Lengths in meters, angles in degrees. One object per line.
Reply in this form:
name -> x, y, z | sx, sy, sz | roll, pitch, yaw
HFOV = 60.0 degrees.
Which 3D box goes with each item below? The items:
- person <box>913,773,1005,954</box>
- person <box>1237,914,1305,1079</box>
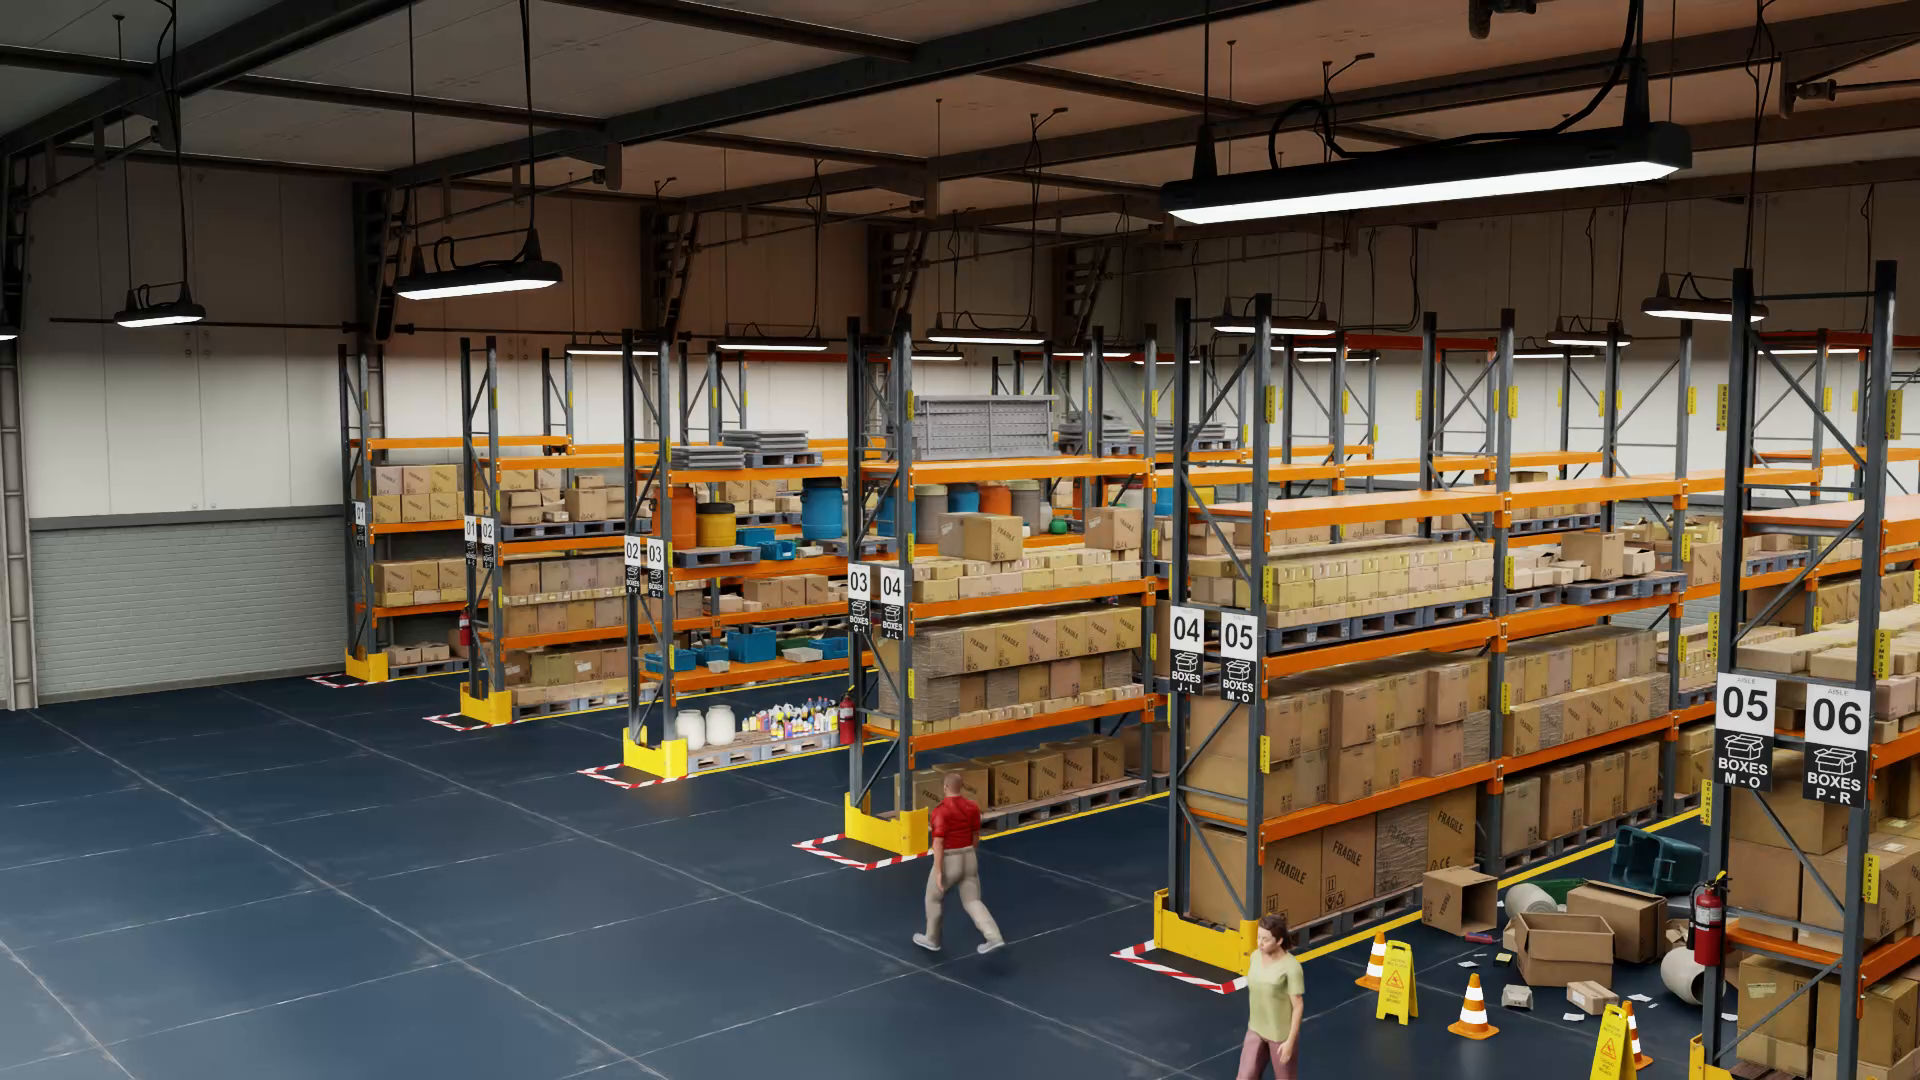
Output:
person -> -0.032, 2.961, 15.156 | 0.539, 1.679, 1.019 | -4, 7, -40
person -> 2.095, 3.343, 11.166 | 0.646, 1.698, 0.490 | -5, 7, -42
